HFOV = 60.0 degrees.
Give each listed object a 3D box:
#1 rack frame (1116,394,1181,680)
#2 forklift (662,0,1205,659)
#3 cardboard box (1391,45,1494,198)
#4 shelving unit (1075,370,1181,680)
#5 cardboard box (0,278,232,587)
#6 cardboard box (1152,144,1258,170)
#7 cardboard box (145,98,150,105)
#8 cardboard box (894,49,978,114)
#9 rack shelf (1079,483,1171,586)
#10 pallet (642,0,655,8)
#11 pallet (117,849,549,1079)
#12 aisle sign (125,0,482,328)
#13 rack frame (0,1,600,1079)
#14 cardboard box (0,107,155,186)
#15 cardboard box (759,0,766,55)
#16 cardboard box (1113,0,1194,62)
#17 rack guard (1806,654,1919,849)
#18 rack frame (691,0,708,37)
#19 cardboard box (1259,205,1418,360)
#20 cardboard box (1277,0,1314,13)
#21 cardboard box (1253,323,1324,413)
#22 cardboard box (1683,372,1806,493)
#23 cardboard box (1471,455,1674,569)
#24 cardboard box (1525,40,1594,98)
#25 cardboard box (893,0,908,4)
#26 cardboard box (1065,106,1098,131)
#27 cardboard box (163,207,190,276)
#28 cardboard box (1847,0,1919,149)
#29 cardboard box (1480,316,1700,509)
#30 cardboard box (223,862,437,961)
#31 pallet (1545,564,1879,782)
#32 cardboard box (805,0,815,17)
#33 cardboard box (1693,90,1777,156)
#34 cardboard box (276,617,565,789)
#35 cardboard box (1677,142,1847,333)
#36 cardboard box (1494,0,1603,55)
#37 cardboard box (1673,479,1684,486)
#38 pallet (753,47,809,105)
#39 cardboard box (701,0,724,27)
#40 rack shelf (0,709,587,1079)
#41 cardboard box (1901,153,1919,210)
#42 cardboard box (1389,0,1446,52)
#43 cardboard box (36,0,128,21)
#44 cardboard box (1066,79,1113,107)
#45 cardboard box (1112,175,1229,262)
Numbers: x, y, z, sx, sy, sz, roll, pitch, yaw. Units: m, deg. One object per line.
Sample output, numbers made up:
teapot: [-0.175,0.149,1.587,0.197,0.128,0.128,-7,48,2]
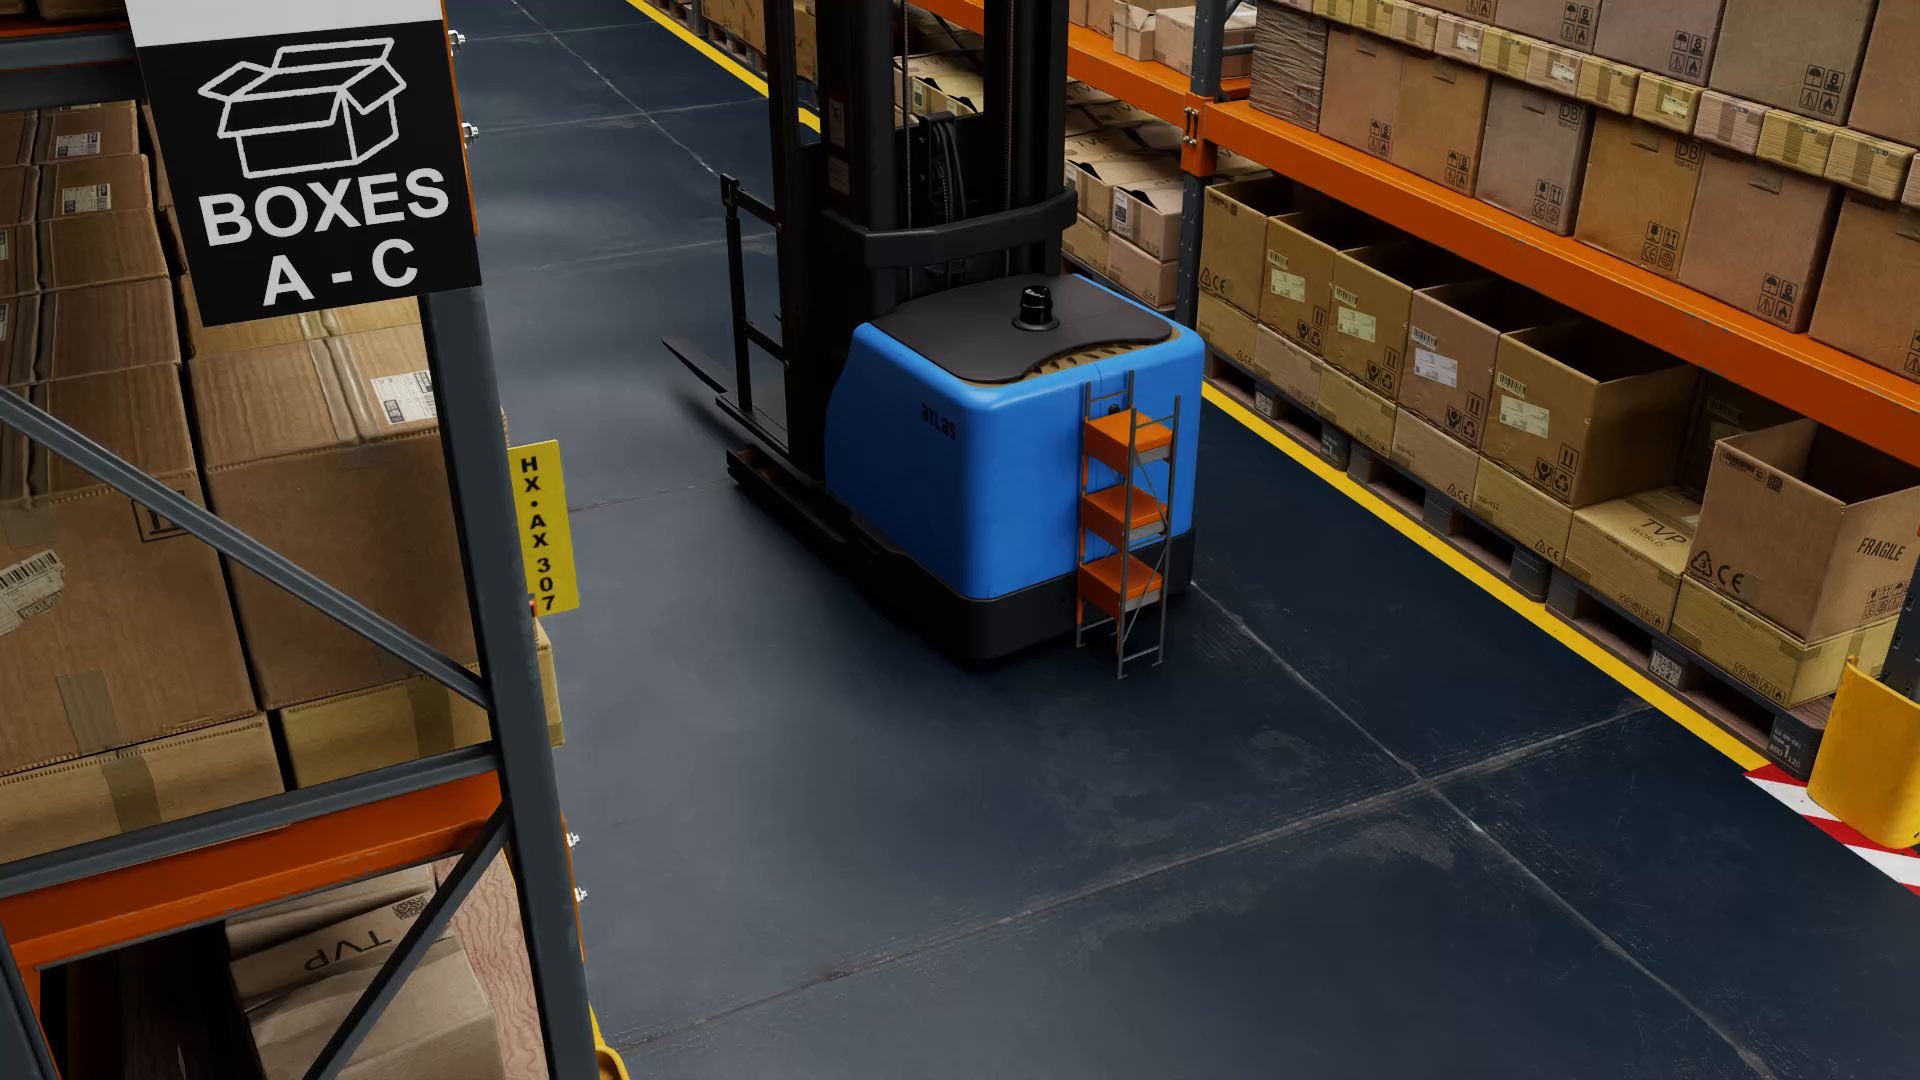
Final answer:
rack frame: [0.638,0.008,5.662,0.200,1.050,0.008,-18,34,-28]
forklift: [-0.341,-1.536,6.492,1.130,2.935,3.031,-18,34,-28]
cardboard box: [2.192,-1.726,6.659,0.700,0.500,0.500,-13,32,-21]
shelving unit: [0.571,-0.042,5.751,0.215,1.050,0.252,-18,34,-28]
cardboard box: [-1.805,-0.181,3.372,0.500,0.500,0.500,-13,32,-21]
cardboard box: [1.389,-2.017,9.088,0.500,0.311,0.500,-13,32,-23]
cardboard box: [-2.219,-1.197,5.183,0.500,0.500,0.500,-13,32,-22]
cardboard box: [-0.206,-3.034,10.902,0.500,0.311,0.500,-12,31,-20]
rack shelf: [0.571,-0.033,5.756,0.215,0.259,0.240,-18,34,-28]
pallet: [-2.704,-5.492,16.328,1.003,0.211,1.213,-13,32,-22]
pallet: [-1.553,1.294,4.227,1.003,0.211,1.213,-13,32,-22]
aisle sign: [-0.902,-0.688,2.251,0.394,0.787,0.004,-13,32,-22]
rack frame: [-1.200,0.477,2.833,0.949,2.616,0.053,-13,32,-22]
cardboard box: [-2.480,-0.858,4.579,0.500,0.500,0.500,-12,32,-21]
cardboard box: [-1.232,-4.023,12.963,0.500,0.500,0.500,-14,32,-24]
cardboard box: [1.009,-2.622,8.497,0.396,0.266,0.258,-14,32,-23]
rack guard: [3.279,0.537,5.282,1.175,0.500,0.348,-13,32,-22]
rack frame: [-1.883,-5.865,14.143,1.000,3.000,0.127,-13,32,-22]
cardboard box: [1.690,-1.152,7.353,0.500,0.500,0.500,-13,32,-22]
cardboard box: [1.600,-2.388,7.176,0.380,0.149,0.250,-13,32,-21]
cardboard box: [1.687,-0.825,7.536,0.500,0.250,0.500,-13,32,-22]
cardboard box: [3.023,-0.379,5.975,0.500,0.500,0.500,-13,32,-22]
cardboard box: [2.330,-0.162,6.354,0.500,0.250,0.500,-13,32,-22]
cardboard box: [2.265,-1.704,5.957,0.380,0.149,0.250,-14,32,-23]
cardboard box: [-0.543,-3.914,12.768,0.500,0.500,0.500,-14,32,-23]
cardboard box: [0.465,-2.351,9.684,0.500,0.311,0.500,-13,32,-23]
cardboard box: [-1.556,-0.517,3.971,0.500,0.500,0.500,-14,32,-24]
cardboard box: [3.057,-1.406,4.762,0.700,0.500,0.500,-13,32,-22]
cardboard box: [2.327,-0.488,6.169,0.500,0.500,0.500,-13,32,-22]
cardboard box: [-1.664,0.882,4.409,0.500,0.311,0.500,-10,31,-18]
pallet: [2.903,0.323,5.958,1.003,0.211,1.213,-13,32,-22]
cardboard box: [-0.807,-3.915,12.004,0.500,0.250,0.500,-12,31,-20]
cardboard box: [2.603,-1.359,5.342,0.380,0.149,0.250,-13,32,-21]
cardboard box: [-1.126,0.252,3.367,0.500,0.250,0.500,-14,32,-23]
cardboard box: [2.850,-1.048,5.449,0.700,0.500,0.500,-12,32,-21]
cardboard box: [2.394,-2.081,5.965,0.700,0.500,0.500,-13,32,-22]
cardboard box: [2.808,-0.273,6.552,0.500,0.250,0.500,-13,32,-22]
pallet: [-0.972,-3.758,13.236,1.003,0.211,1.213,-13,32,-22]
cardboard box: [-1.895,-4.702,14.174,0.500,0.500,0.500,-15,32,-24]
rack shelf: [-2.062,-0.092,4.583,1.077,0.370,4.000,-13,32,-22]
cardboard box: [2.933,-1.020,4.736,0.380,0.149,0.250,-14,32,-23]
cardboard box: [1.932,-2.047,6.569,0.380,0.149,0.250,-14,32,-24]
cardboard box: [-1.121,-1.083,2.426,0.500,0.500,0.500,-12,32,-21]
cardboard box: [0.725,-2.695,10.298,0.500,0.311,0.500,-13,32,-22]
cardboard box: [1.119,-1.678,8.485,0.500,0.311,0.500,-13,32,-22]
